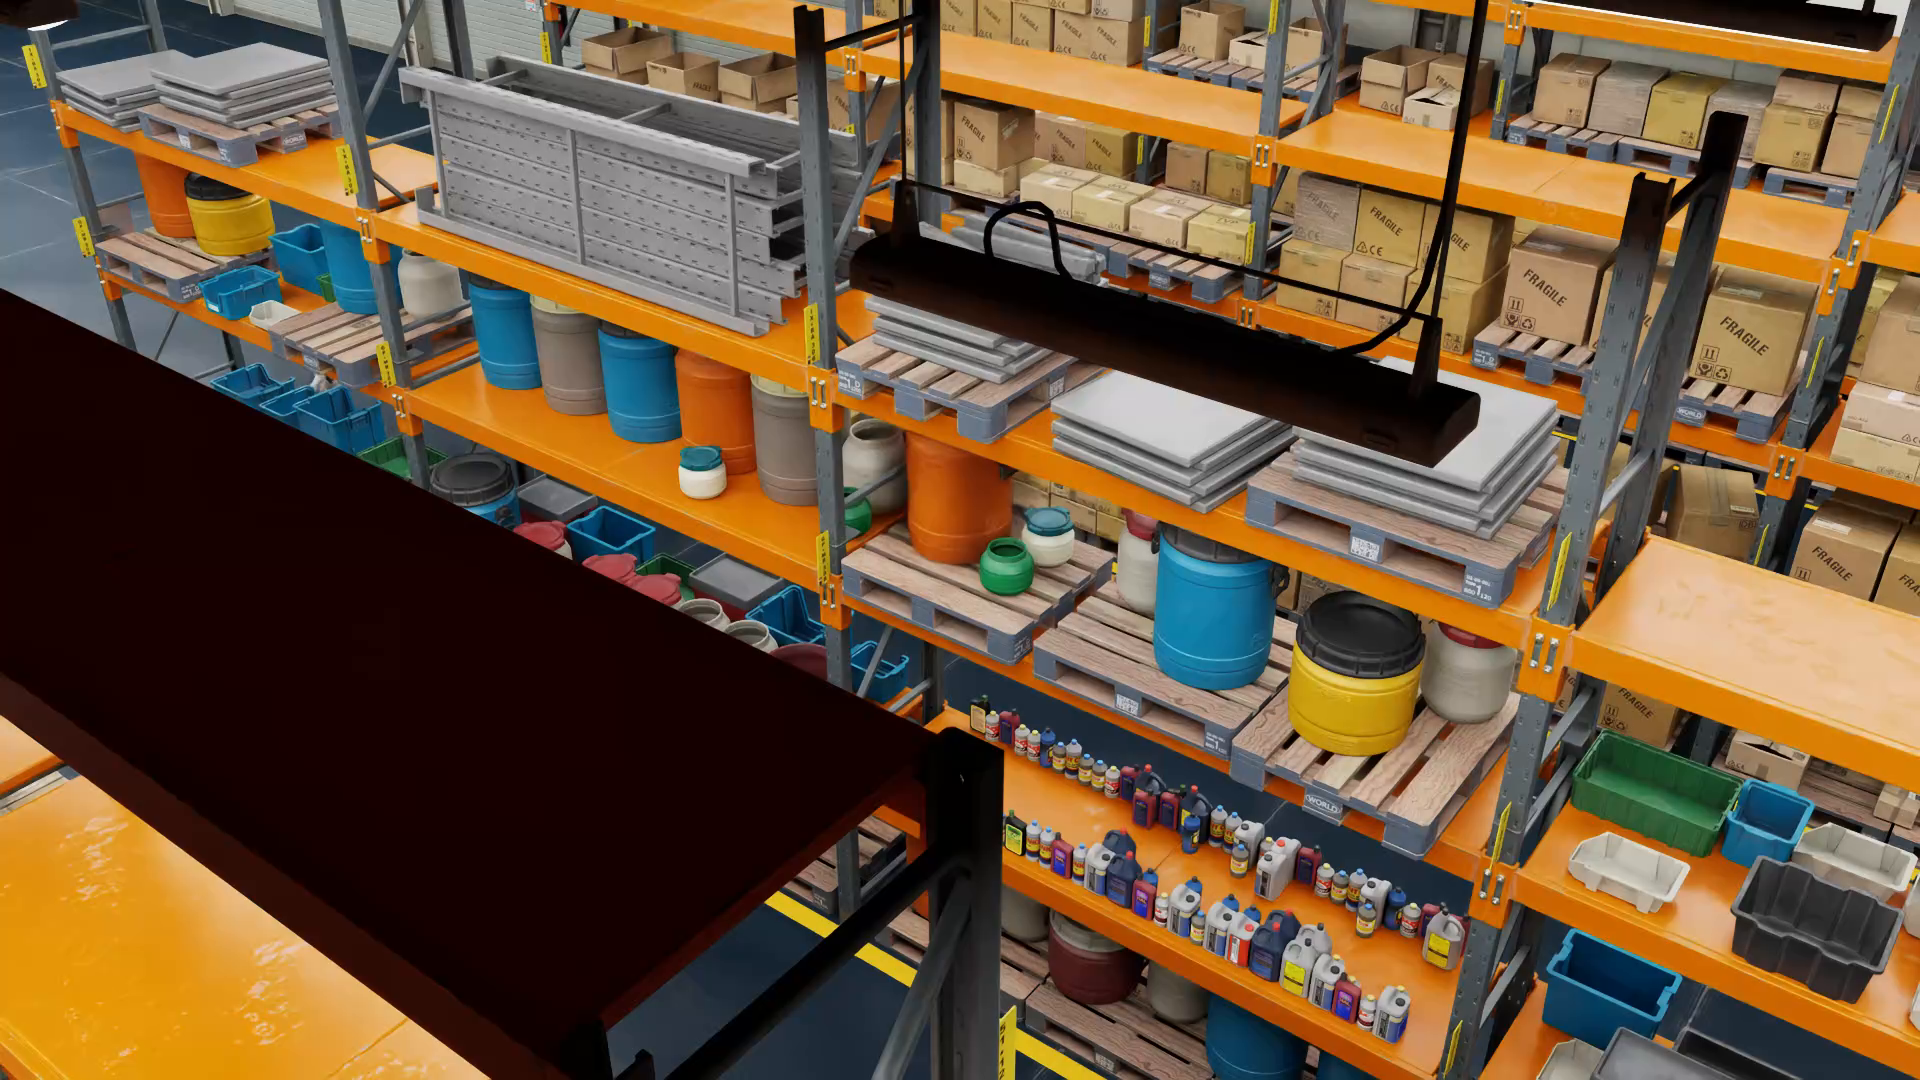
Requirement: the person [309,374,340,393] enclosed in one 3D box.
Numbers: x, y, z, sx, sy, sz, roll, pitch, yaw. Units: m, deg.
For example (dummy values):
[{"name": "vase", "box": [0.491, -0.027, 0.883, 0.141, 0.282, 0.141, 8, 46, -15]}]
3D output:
[{"name": "person", "box": [-6.243, -1.572, 16.270, 0.689, 1.675, 0.510, -5, 32, -8]}]
